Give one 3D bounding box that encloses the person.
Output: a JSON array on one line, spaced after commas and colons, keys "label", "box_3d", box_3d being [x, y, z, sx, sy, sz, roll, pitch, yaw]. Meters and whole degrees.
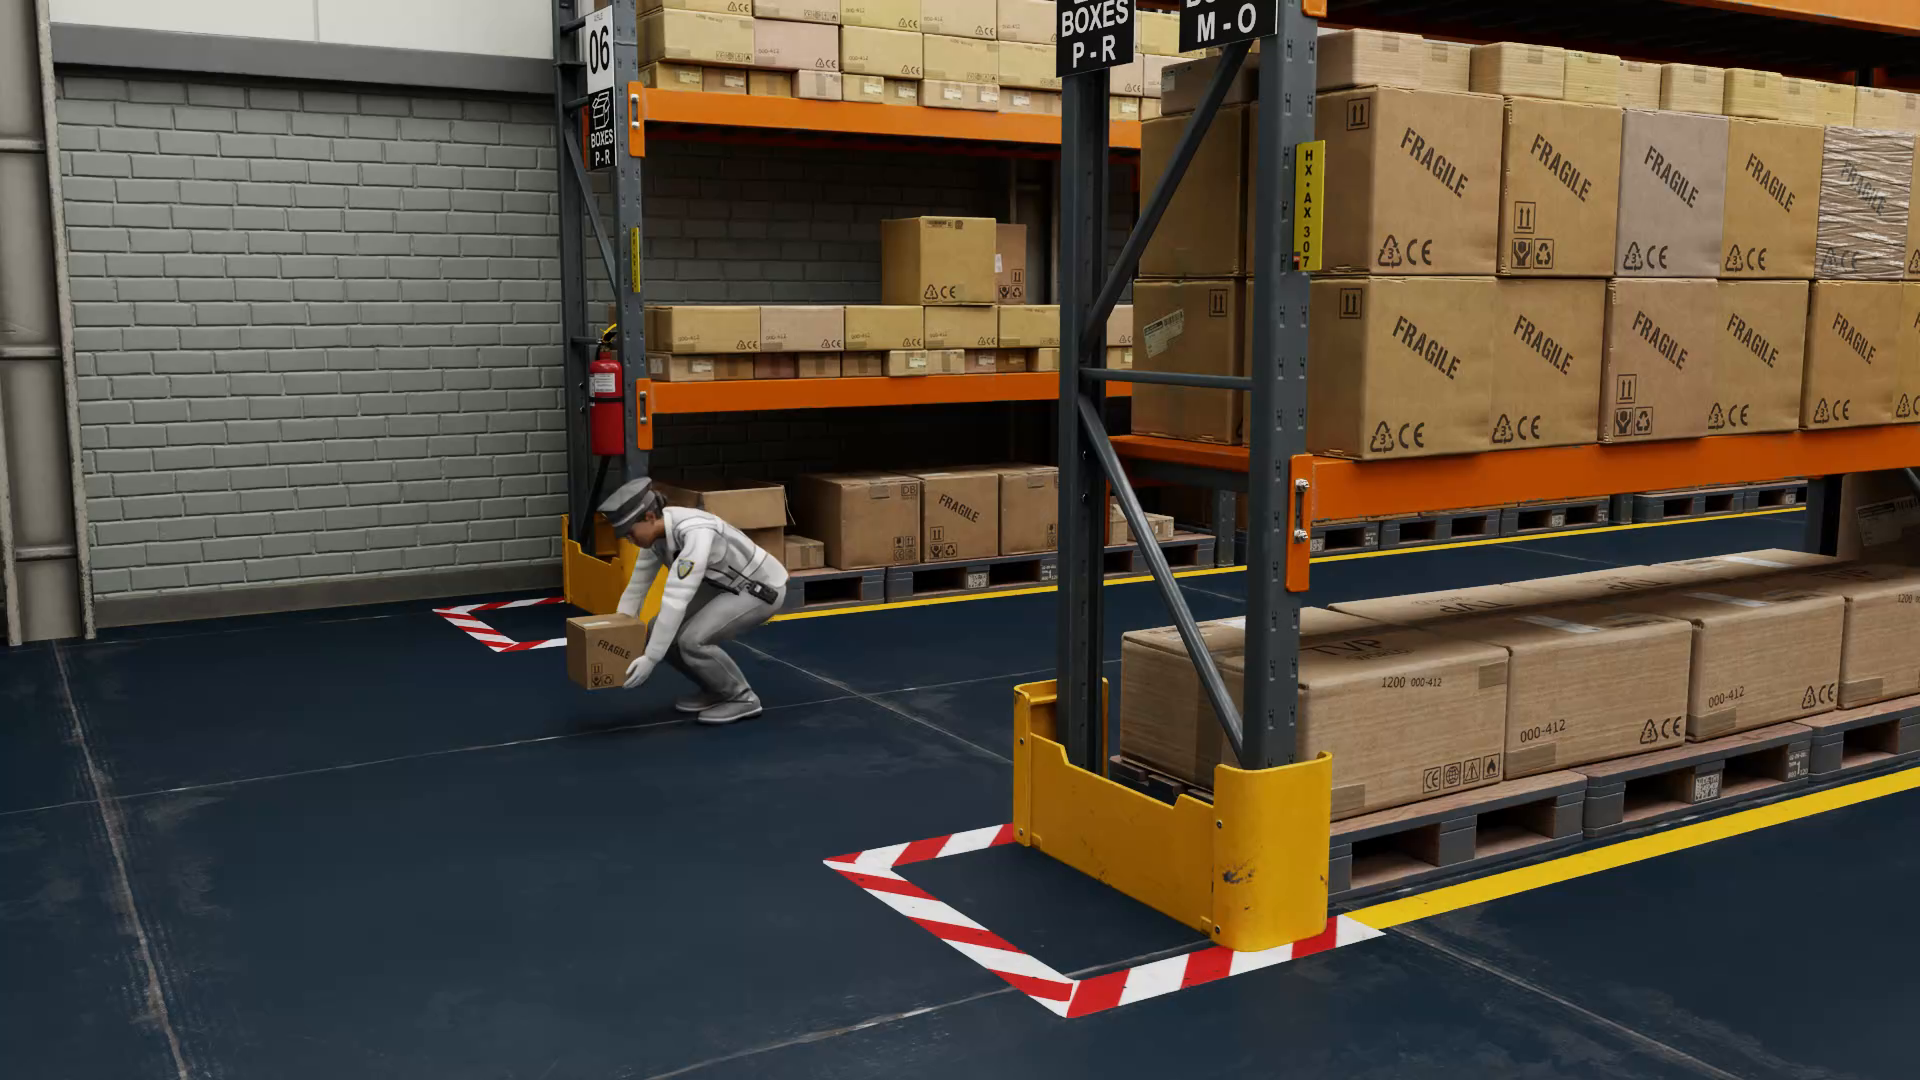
[{"label": "person", "box_3d": [-1.101, 0.240, 6.884, 0.820, 1.036, 0.501, -5, 10, -31]}]
